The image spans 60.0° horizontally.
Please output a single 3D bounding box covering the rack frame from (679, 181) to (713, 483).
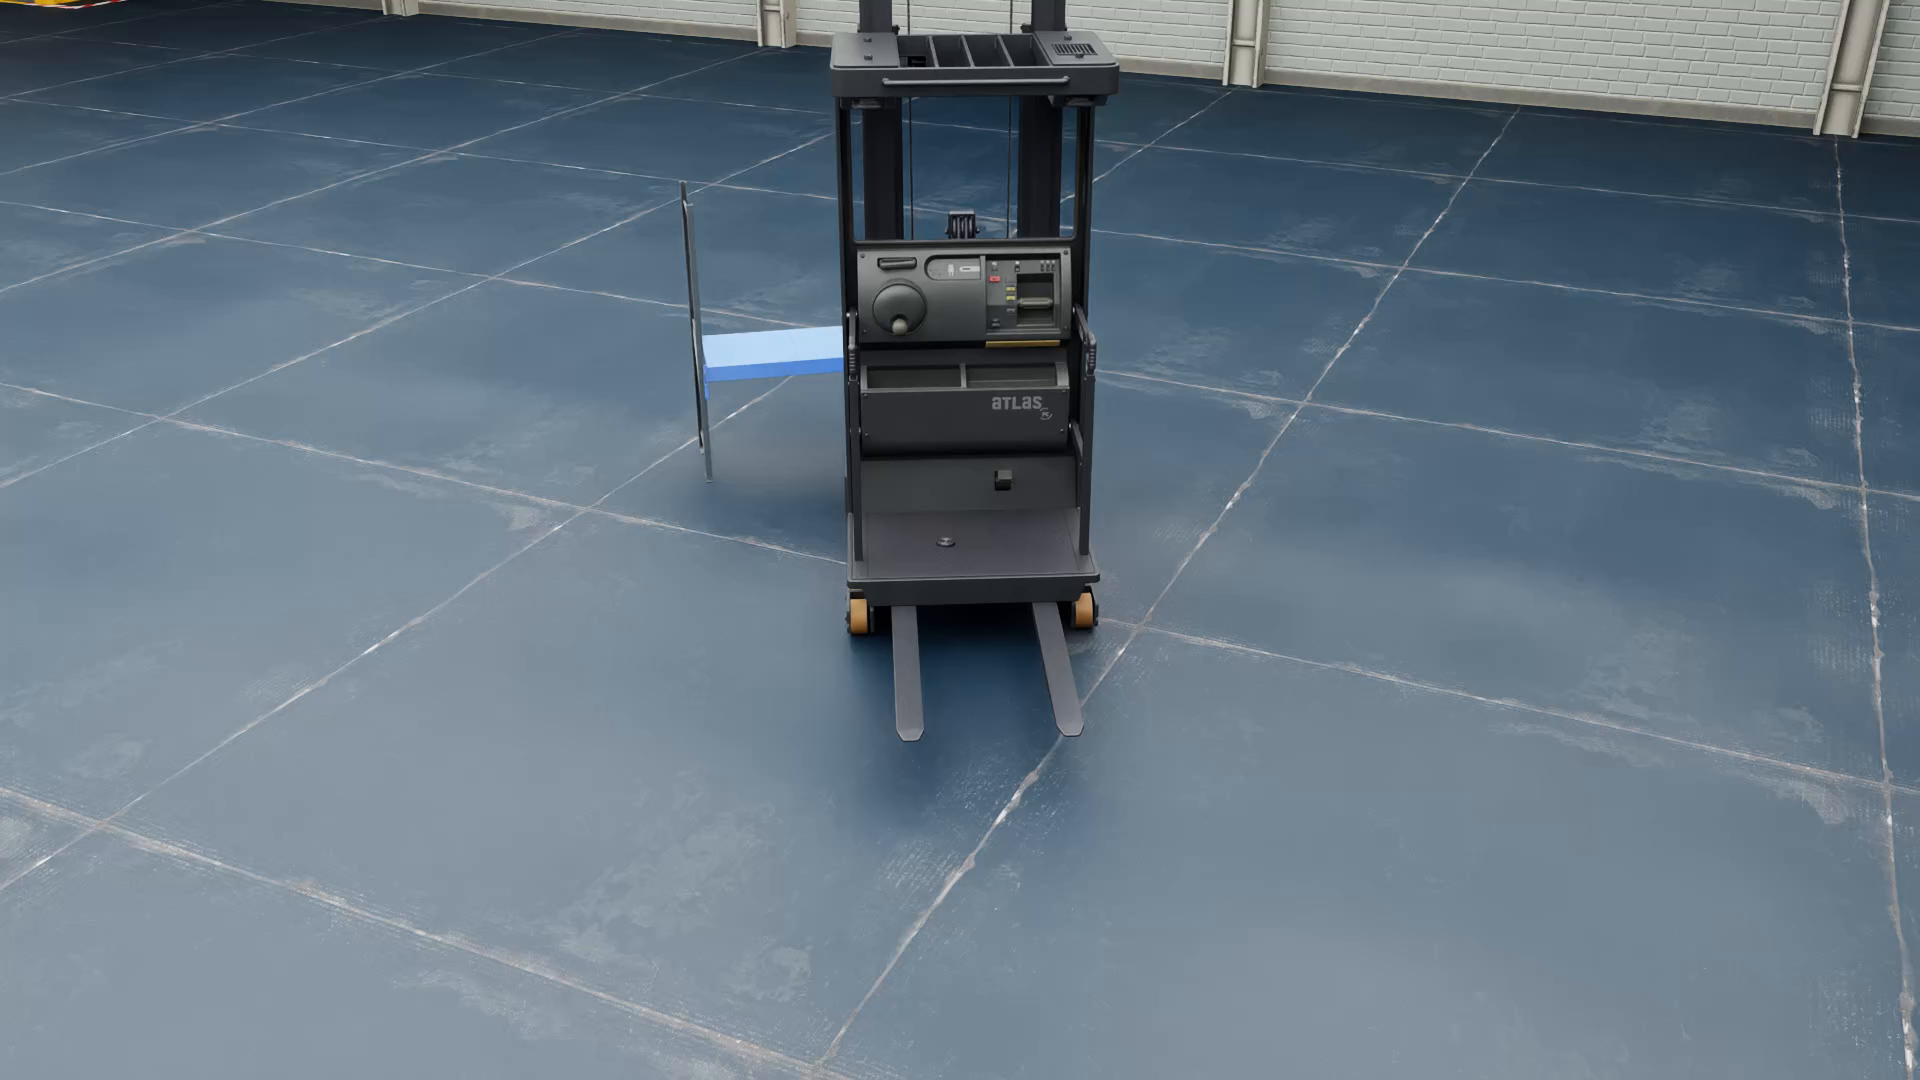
[{"bbox_3d":[-1.389,-1.087,8.760,0.032,1.500,0.500,-6,27,-11],"label":"rack frame"}]

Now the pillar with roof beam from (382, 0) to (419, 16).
[{"bbox_3d":[-9.530,-9.614,17.590,0.400,9.000,9.100,11,28,22],"label":"pillar with roof beam"}]

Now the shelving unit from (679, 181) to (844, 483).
[{"bbox_3d":[-0.893,-1.136,8.859,1.048,1.500,0.538,-6,27,-11],"label":"shelving unit"}]

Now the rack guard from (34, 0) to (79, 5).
[{"bbox_3d":[-12.928,-8.135,24.207,0.348,0.500,1.175,11,28,22],"label":"rack guard"}]

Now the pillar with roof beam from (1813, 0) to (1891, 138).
[{"bbox_3d":[6.855,-6.323,10.905,0.400,9.000,9.100,11,28,22],"label":"pillar with roof beam"}]

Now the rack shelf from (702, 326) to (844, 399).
[{"bbox_3d":[-0.893,-0.974,8.938,1.000,0.185,0.538,-6,27,-11],"label":"rack shelf"}]

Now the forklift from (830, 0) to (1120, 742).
[{"bbox_3d":[0.035,-1.040,7.045,1.130,2.935,3.031,-1,26,-3],"label":"forklift"}]

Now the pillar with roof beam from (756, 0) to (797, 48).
[{"bbox_3d":[-4.069,-8.517,15.361,0.400,9.000,9.100,11,28,22],"label":"pillar with roof beam"}]

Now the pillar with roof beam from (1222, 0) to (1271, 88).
[{"bbox_3d":[1.393,-7.420,13.133,0.400,9.000,9.100,11,28,22],"label":"pillar with roof beam"}]

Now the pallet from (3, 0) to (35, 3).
[{"bbox_3d":[-13.663,-8.133,24.530,1.213,0.211,1.003,11,28,22],"label":"pallet"}]
